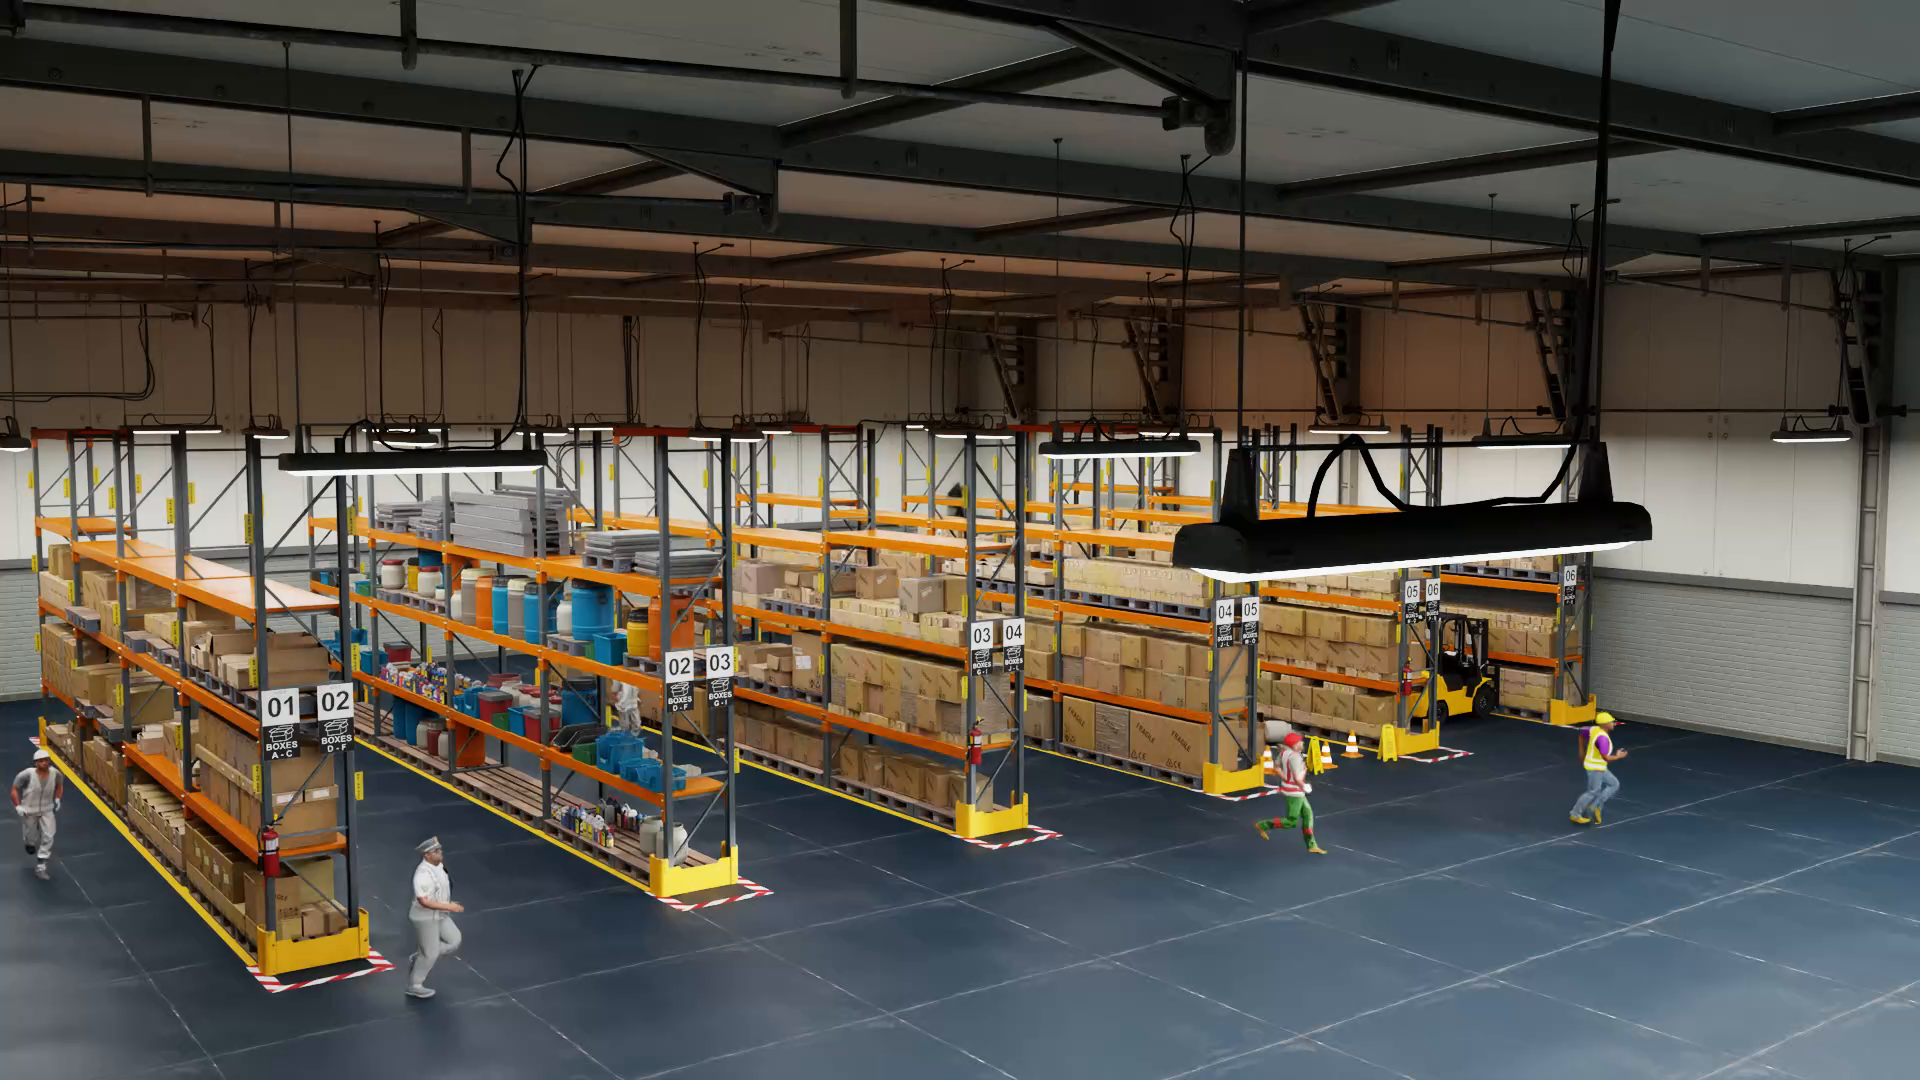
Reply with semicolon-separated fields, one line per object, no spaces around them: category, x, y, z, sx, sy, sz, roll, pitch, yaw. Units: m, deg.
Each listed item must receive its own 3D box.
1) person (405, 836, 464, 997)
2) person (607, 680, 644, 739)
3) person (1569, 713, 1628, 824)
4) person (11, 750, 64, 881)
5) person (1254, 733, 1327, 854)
person;-5.666;4.048;17.992;0.673;1.742;0.695;0;4;2
person;-6.151;3.068;30.541;0.785;1.742;0.673;4;6;42
person;9.692;3.465;25.240;0.785;1.721;0.737;1;5;14
person;-12.557;3.700;22.653;0.662;1.759;0.895;-4;6;-42
person;4.711;3.618;23.647;1.060;1.768;0.634;0;4;1
